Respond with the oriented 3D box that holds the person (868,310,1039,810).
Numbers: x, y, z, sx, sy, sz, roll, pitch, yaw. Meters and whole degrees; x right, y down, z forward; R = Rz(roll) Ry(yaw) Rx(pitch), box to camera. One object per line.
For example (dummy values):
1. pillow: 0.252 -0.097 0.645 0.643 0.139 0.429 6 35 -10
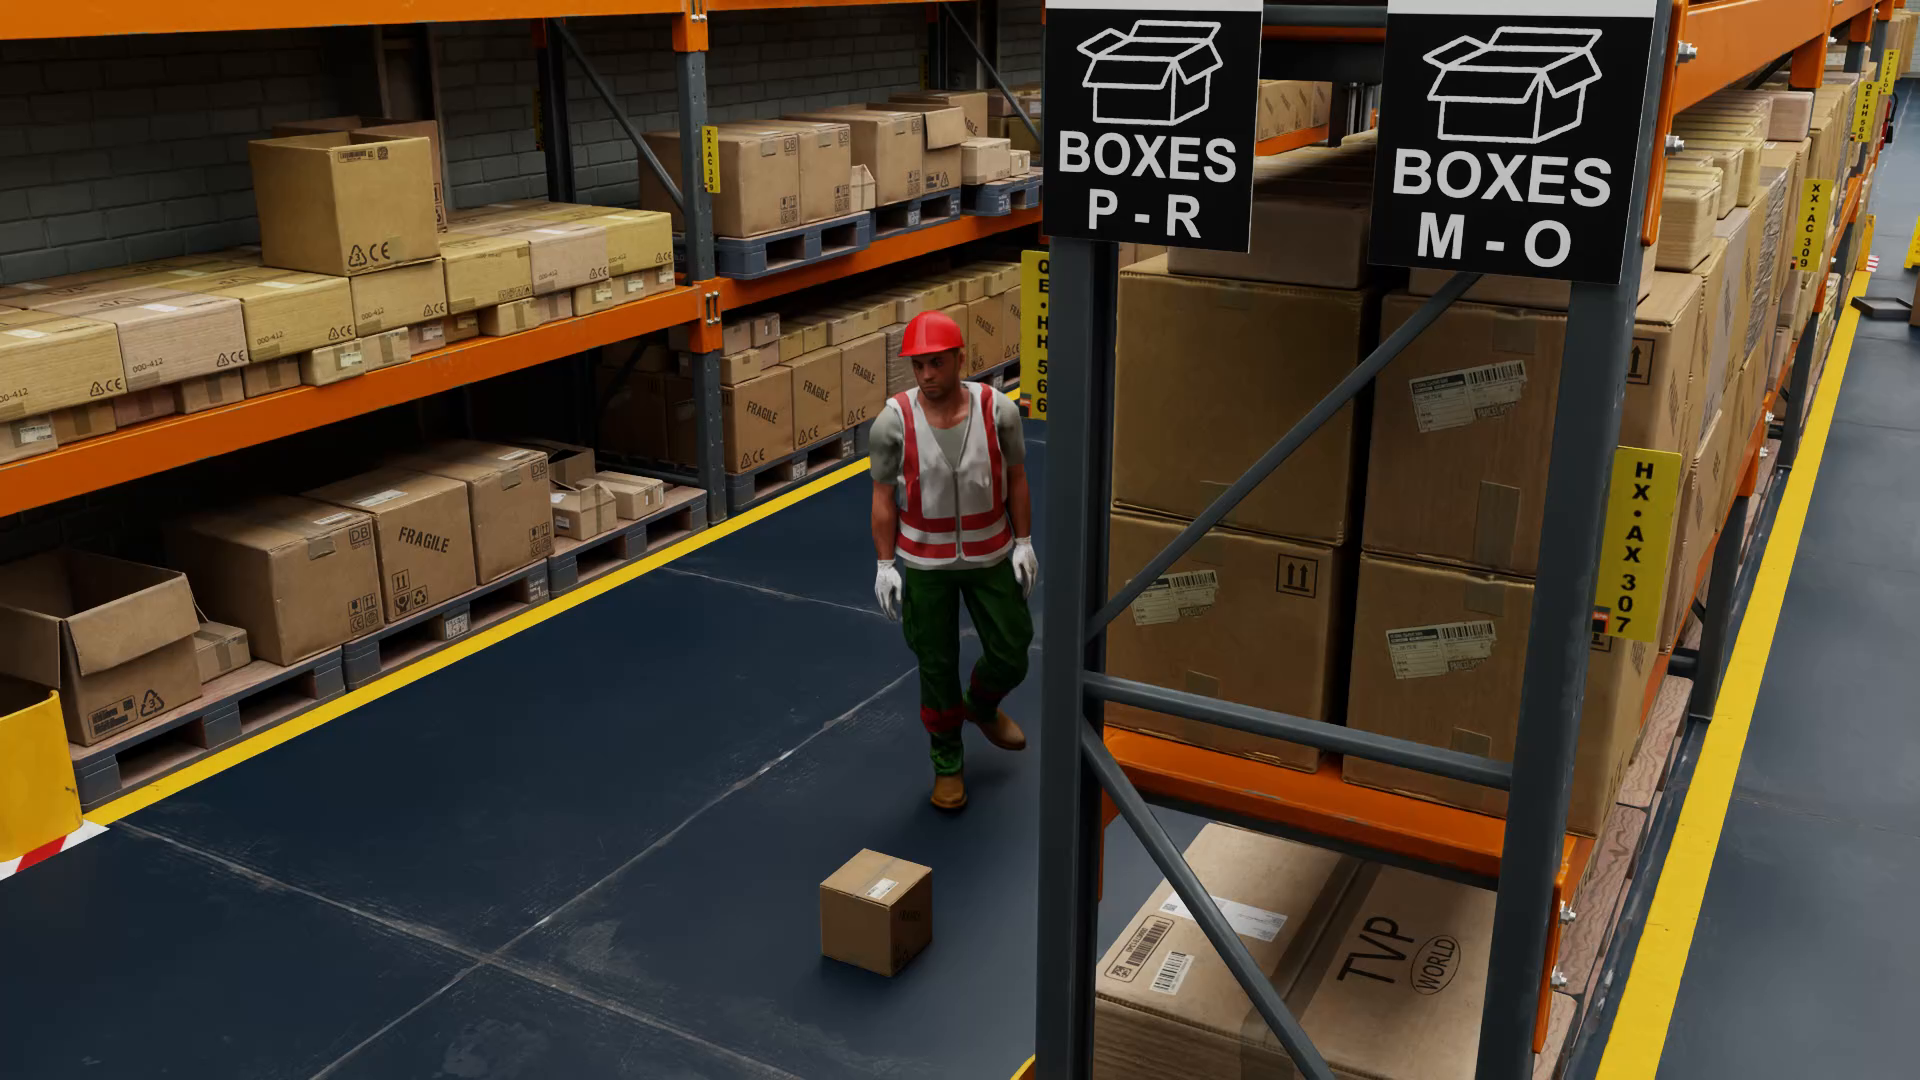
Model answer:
1. person: -0.029 0.053 5.851 0.587 1.787 0.538 -3 19 -9
